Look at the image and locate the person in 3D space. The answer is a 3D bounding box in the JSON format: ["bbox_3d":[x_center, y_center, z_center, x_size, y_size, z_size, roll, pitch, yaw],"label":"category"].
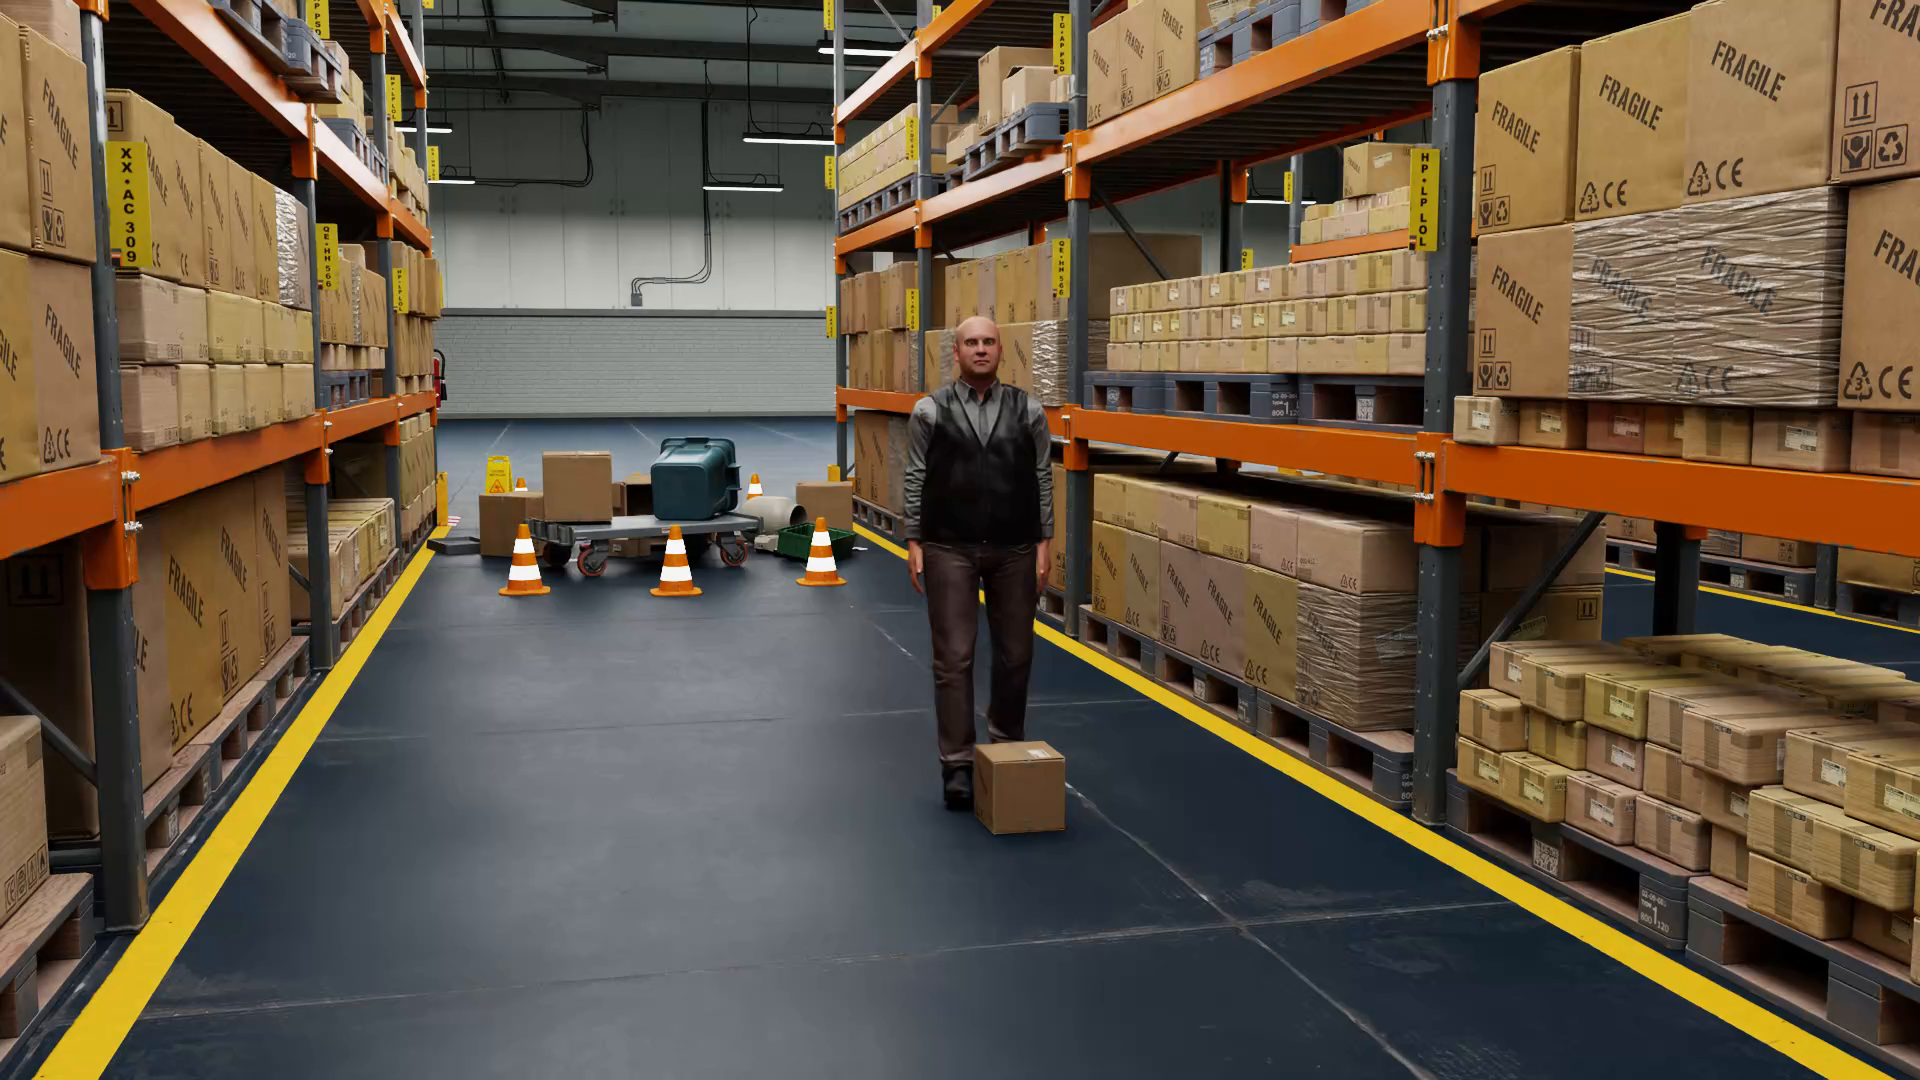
[{"bbox_3d":[0.077,0.054,6.021,0.559,1.720,0.657,-1,6,-6],"label":"person"}]
